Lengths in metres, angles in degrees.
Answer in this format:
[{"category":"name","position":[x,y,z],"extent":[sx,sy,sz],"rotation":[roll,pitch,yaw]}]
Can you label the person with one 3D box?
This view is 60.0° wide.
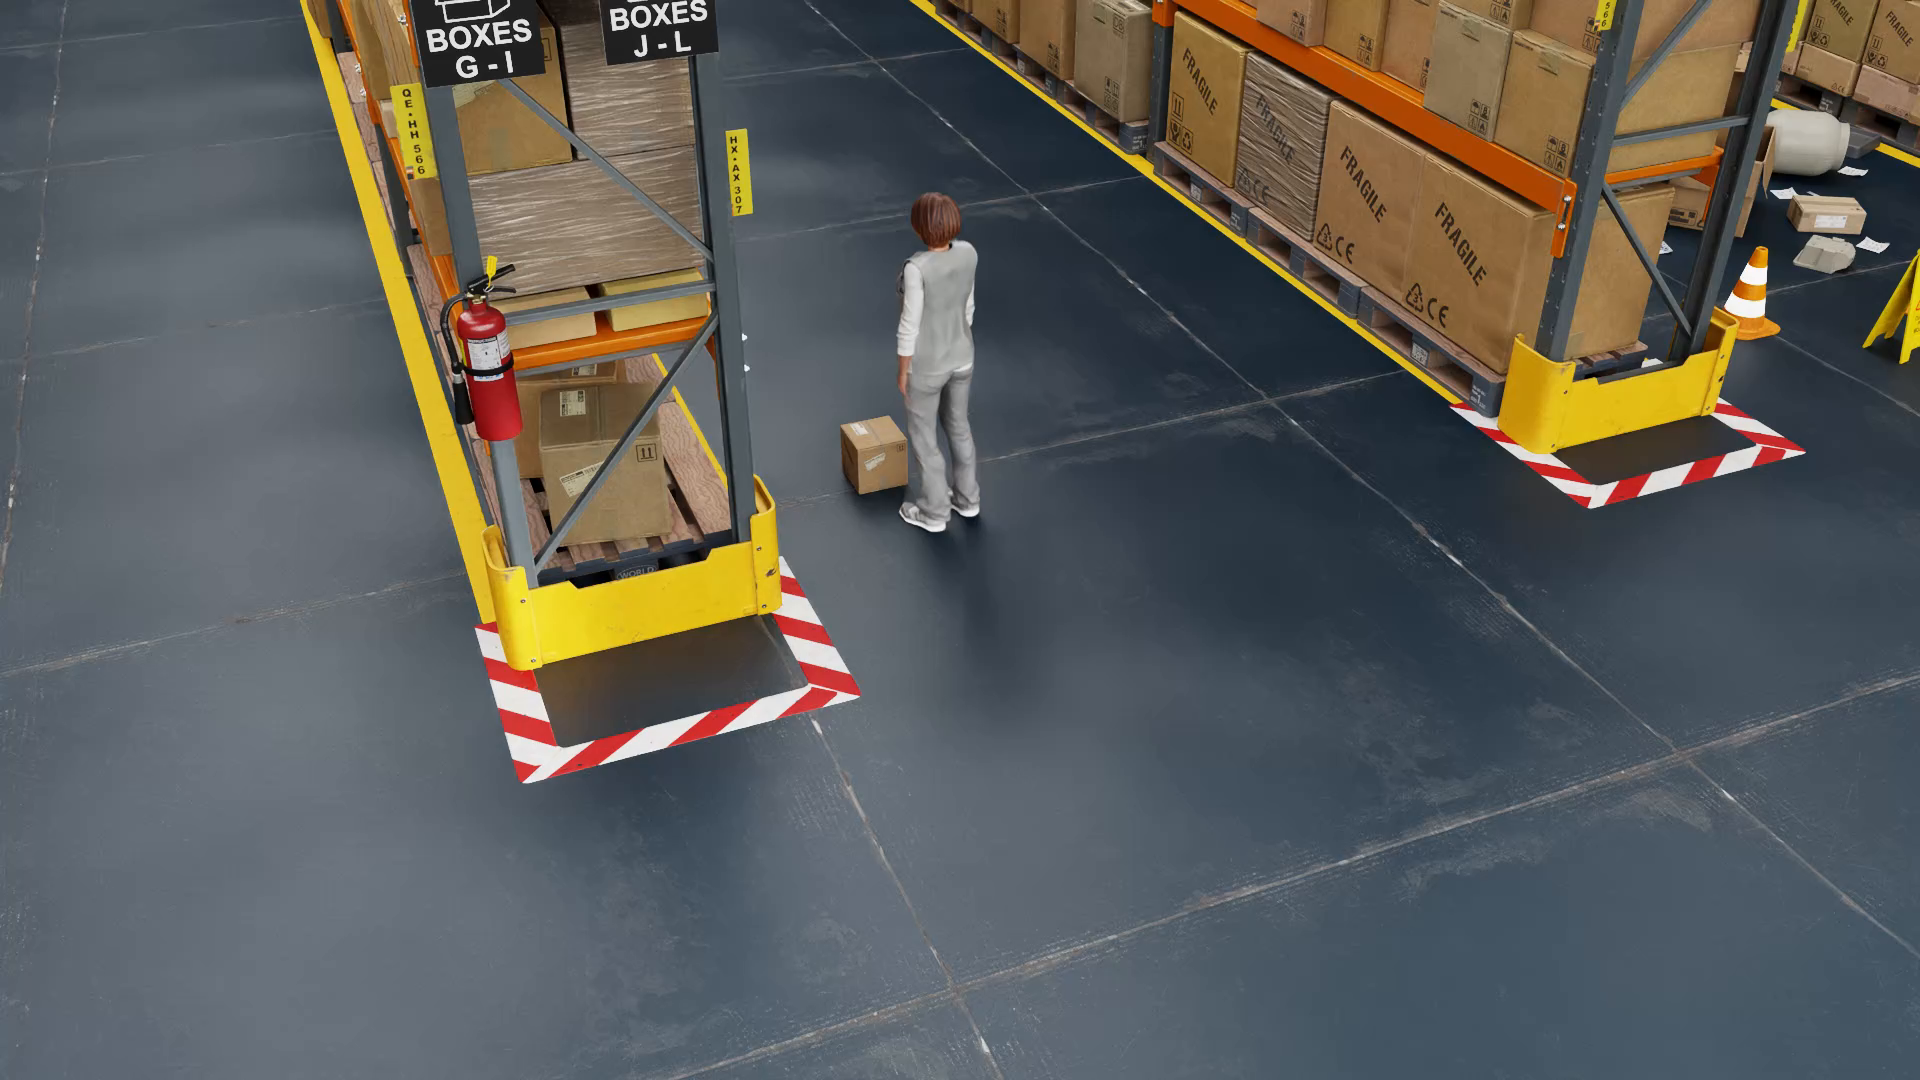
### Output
[{"category":"person","position":[-0.112,-0.762,7.294],"extent":[0.404,1.596,0.309],"rotation":[-26,42,-33]}]
